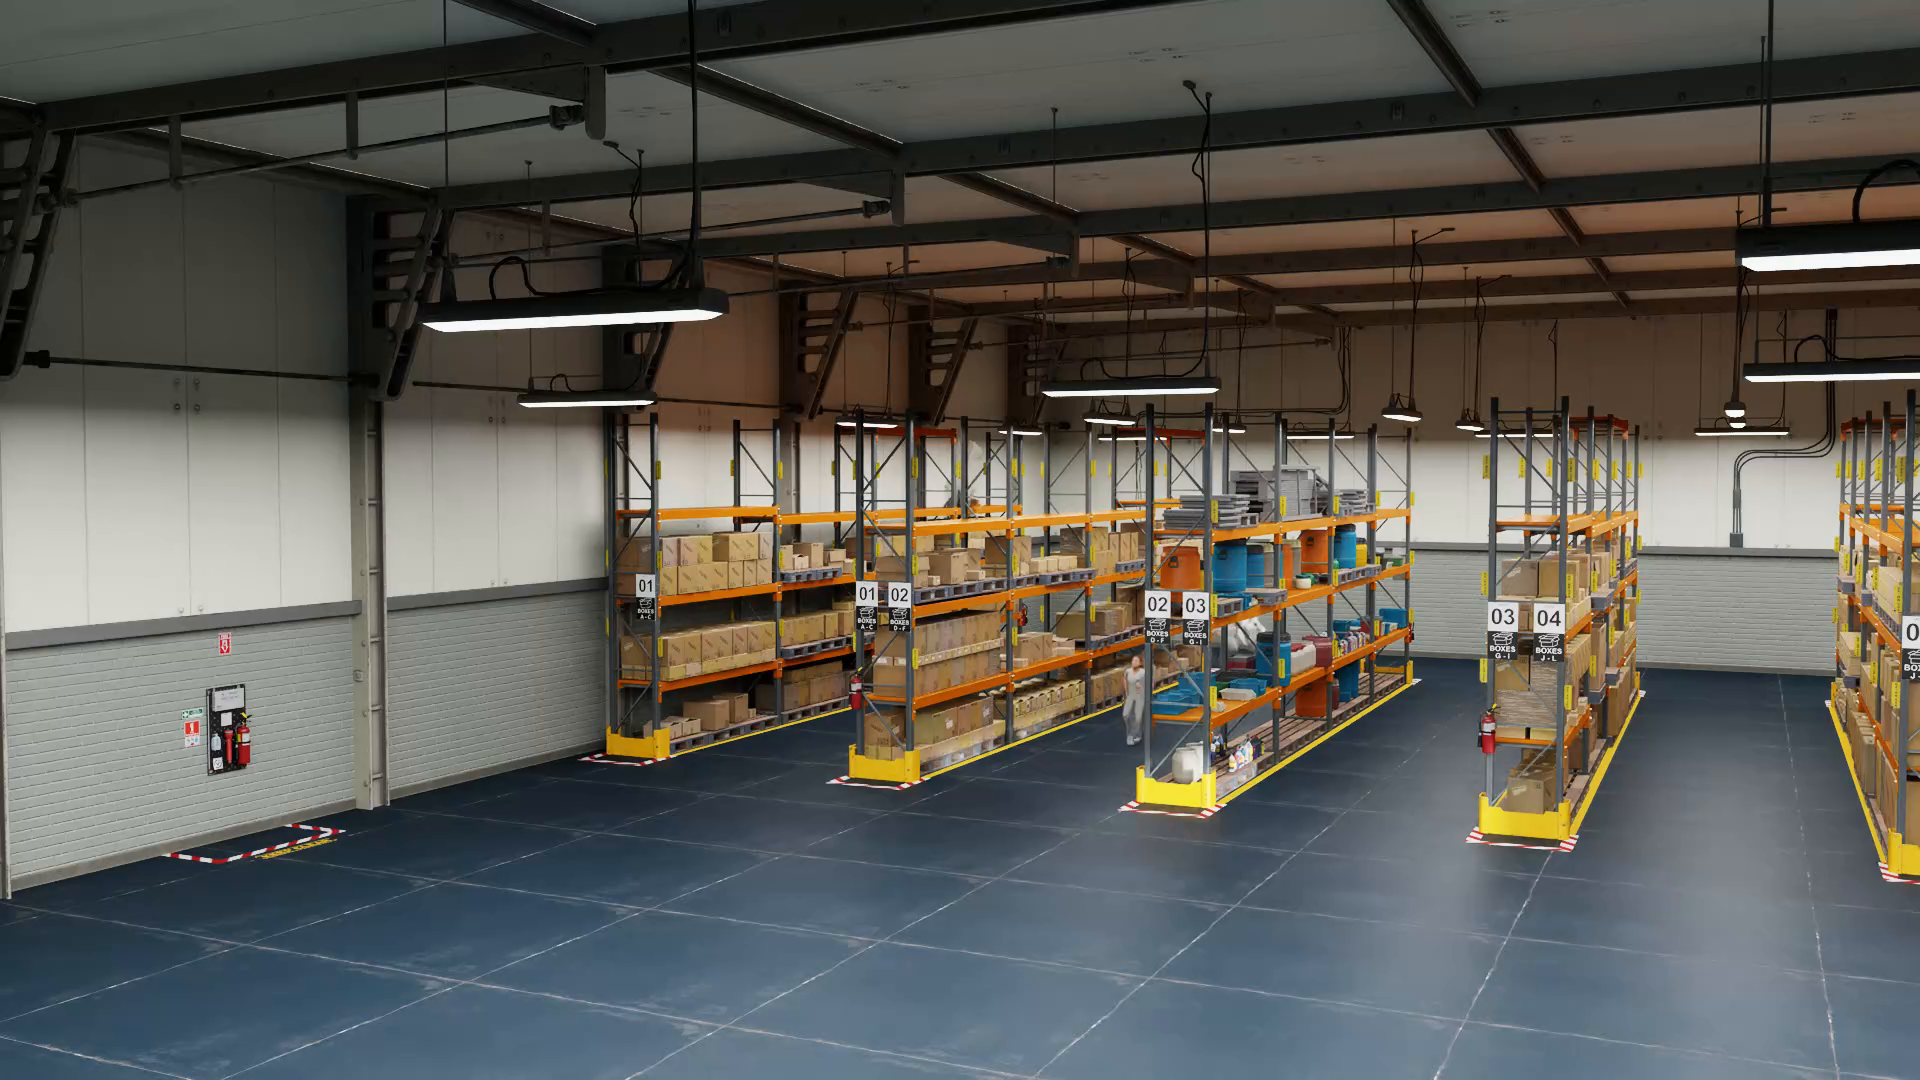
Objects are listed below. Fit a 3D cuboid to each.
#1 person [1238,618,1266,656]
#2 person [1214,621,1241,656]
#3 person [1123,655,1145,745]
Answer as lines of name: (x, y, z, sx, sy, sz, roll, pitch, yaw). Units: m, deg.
person: (7.170, 2.491, 40.646, 0.745, 1.598, 0.653, 0, 2, 0)
person: (6.808, 2.384, 41.685, 0.702, 1.783, 0.832, -2, 3, -36)
person: (3.207, 2.898, 30.218, 0.555, 1.647, 0.710, 1, 3, 20)
